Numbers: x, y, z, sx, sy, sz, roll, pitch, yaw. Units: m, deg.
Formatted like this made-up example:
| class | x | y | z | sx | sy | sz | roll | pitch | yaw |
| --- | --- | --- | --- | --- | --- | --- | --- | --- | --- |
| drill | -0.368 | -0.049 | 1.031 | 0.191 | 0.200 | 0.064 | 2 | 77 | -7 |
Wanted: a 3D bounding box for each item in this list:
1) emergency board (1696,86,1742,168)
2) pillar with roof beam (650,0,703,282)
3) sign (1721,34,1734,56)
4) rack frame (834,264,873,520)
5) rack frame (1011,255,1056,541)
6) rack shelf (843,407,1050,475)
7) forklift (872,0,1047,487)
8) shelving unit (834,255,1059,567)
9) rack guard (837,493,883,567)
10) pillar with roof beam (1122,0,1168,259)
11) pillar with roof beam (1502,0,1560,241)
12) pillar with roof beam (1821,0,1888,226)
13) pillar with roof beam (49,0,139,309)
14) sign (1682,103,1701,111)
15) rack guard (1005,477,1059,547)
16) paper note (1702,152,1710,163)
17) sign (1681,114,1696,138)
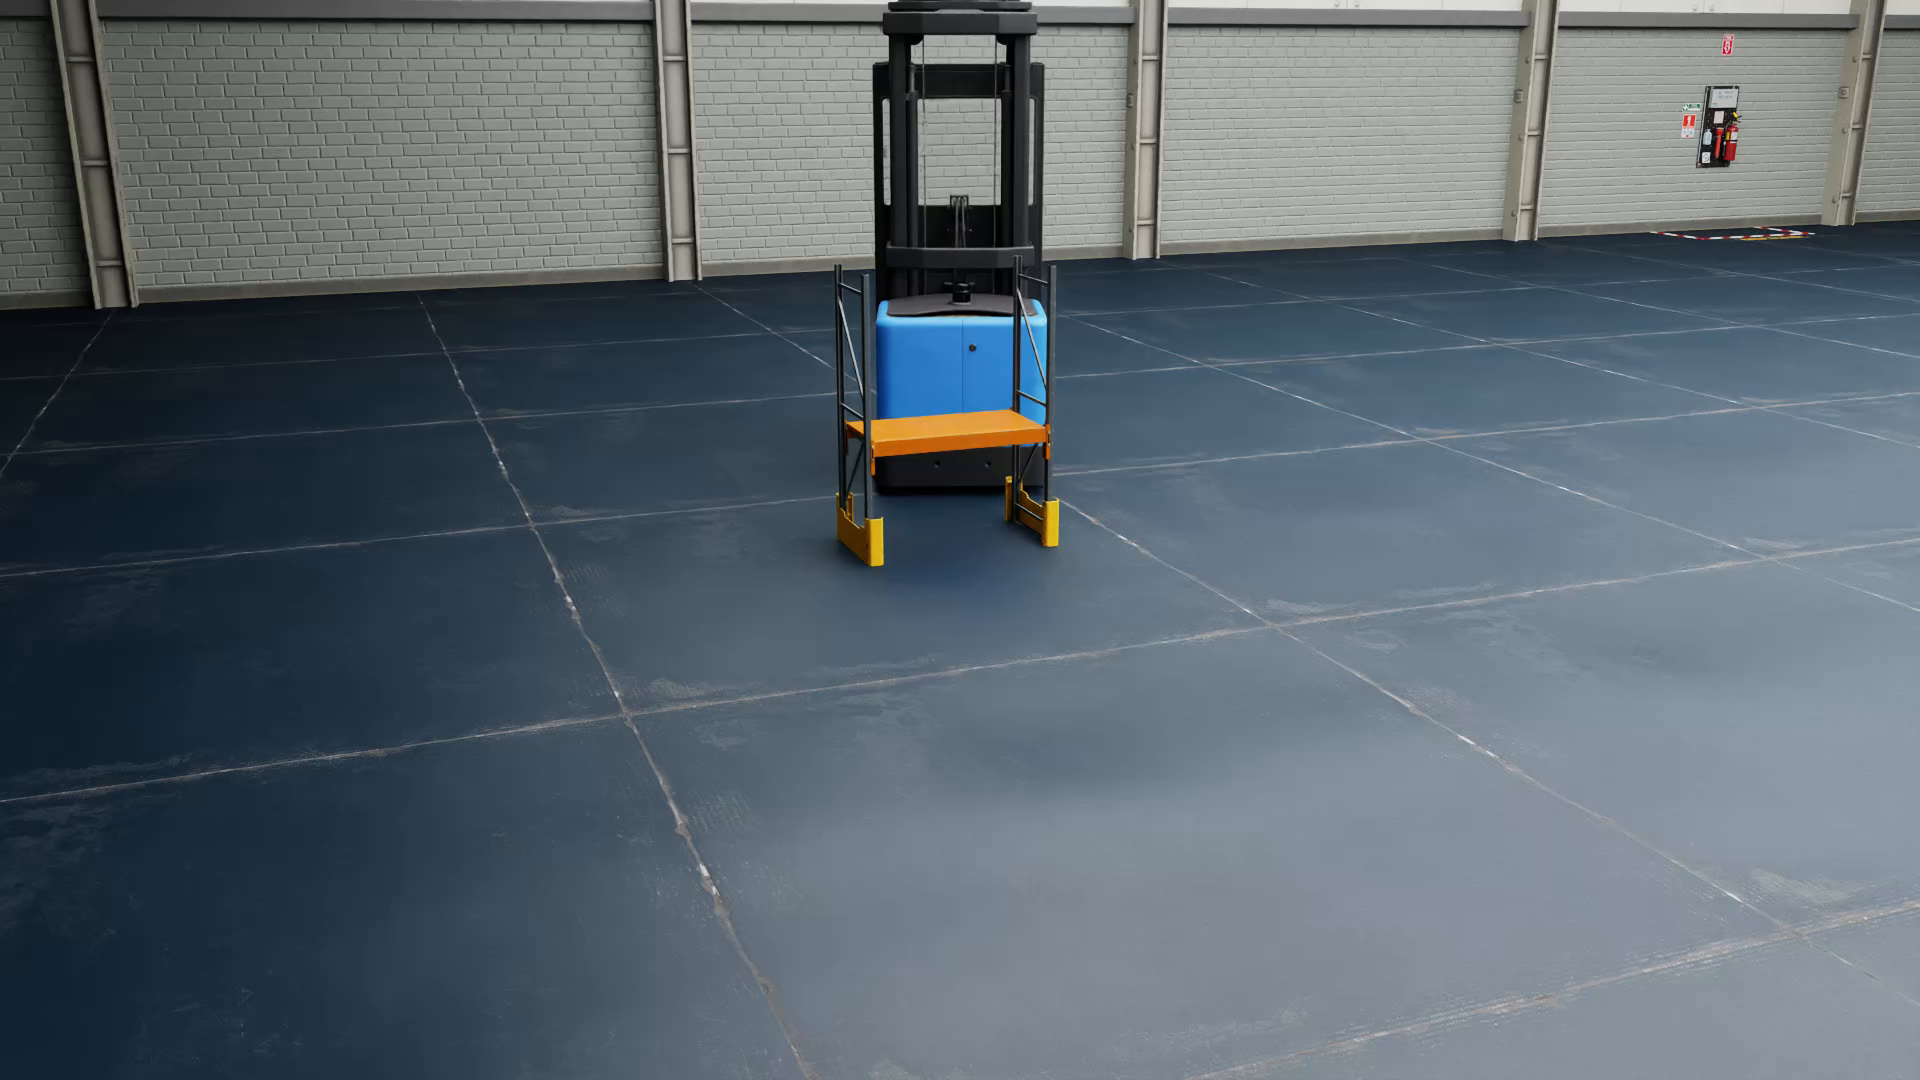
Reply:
| class | x | y | z | sx | sy | sz | roll | pitch | yaw |
| --- | --- | --- | --- | --- | --- | --- | --- | --- | --- |
| emergency board | 11.233 | -6.080 | 24.477 | 0.643 | 1.169 | 0.194 | -6 | 17 | -20 |
| pillar with roof beam | -1.713 | -6.250 | 14.409 | 0.400 | 9.000 | 9.100 | -6 | 17 | -20 |
| sign | 11.190 | -7.217 | 24.237 | 0.199 | 0.298 | 0.001 | -6 | 17 | -20 |
| rack frame | -0.554 | -0.660 | 8.683 | 0.032 | 1.500 | 0.500 | -6 | 17 | -20 |
| rack frame | 0.395 | -0.762 | 9.032 | 0.032 | 1.500 | 0.500 | -6 | 17 | -20 |
| rack shelf | -0.080 | -0.538 | 8.908 | 1.000 | 0.185 | 0.538 | -6 | 17 | -20 |
| forklift | -0.015 | -2.084 | 10.993 | 1.130 | 2.935 | 3.031 | 0 | 16 | -1 |
| shelving unit | -0.071 | -0.712 | 8.861 | 1.083 | 1.500 | 0.587 | -6 | 17 | -20 |
| rack guard | -0.536 | -0.062 | 8.866 | 0.087 | 0.250 | 0.587 | -6 | 17 | -20 |
| pillar with roof beam | 3.889 | -6.855 | 16.469 | 0.400 | 9.000 | 9.100 | -6 | 17 | -20 |
| pillar with roof beam | 9.492 | -7.460 | 18.529 | 0.400 | 9.000 | 9.100 | -6 | 17 | -20 |
| pillar with roof beam | 15.095 | -8.064 | 20.589 | 0.400 | 9.000 | 9.100 | -6 | 17 | -20 |
| pillar with roof beam | -7.316 | -5.645 | 12.349 | 0.400 | 9.000 | 9.100 | -6 | 17 | -20 |
| sign | 10.687 | -6.320 | 24.294 | 0.331 | 0.109 | 0.001 | -6 | 17 | -20 |
| rack guard | 0.394 | -0.162 | 9.208 | 0.087 | 0.250 | 0.587 | -6 | 17 | -20 |
| paper note | 11.043 | -5.657 | 24.603 | 0.142 | 0.148 | 0.016 | -6 | 17 | -20 |
| sign | 10.680 | -6.068 | 24.375 | 0.234 | 0.329 | 0.001 | -6 | 17 | -20 |
